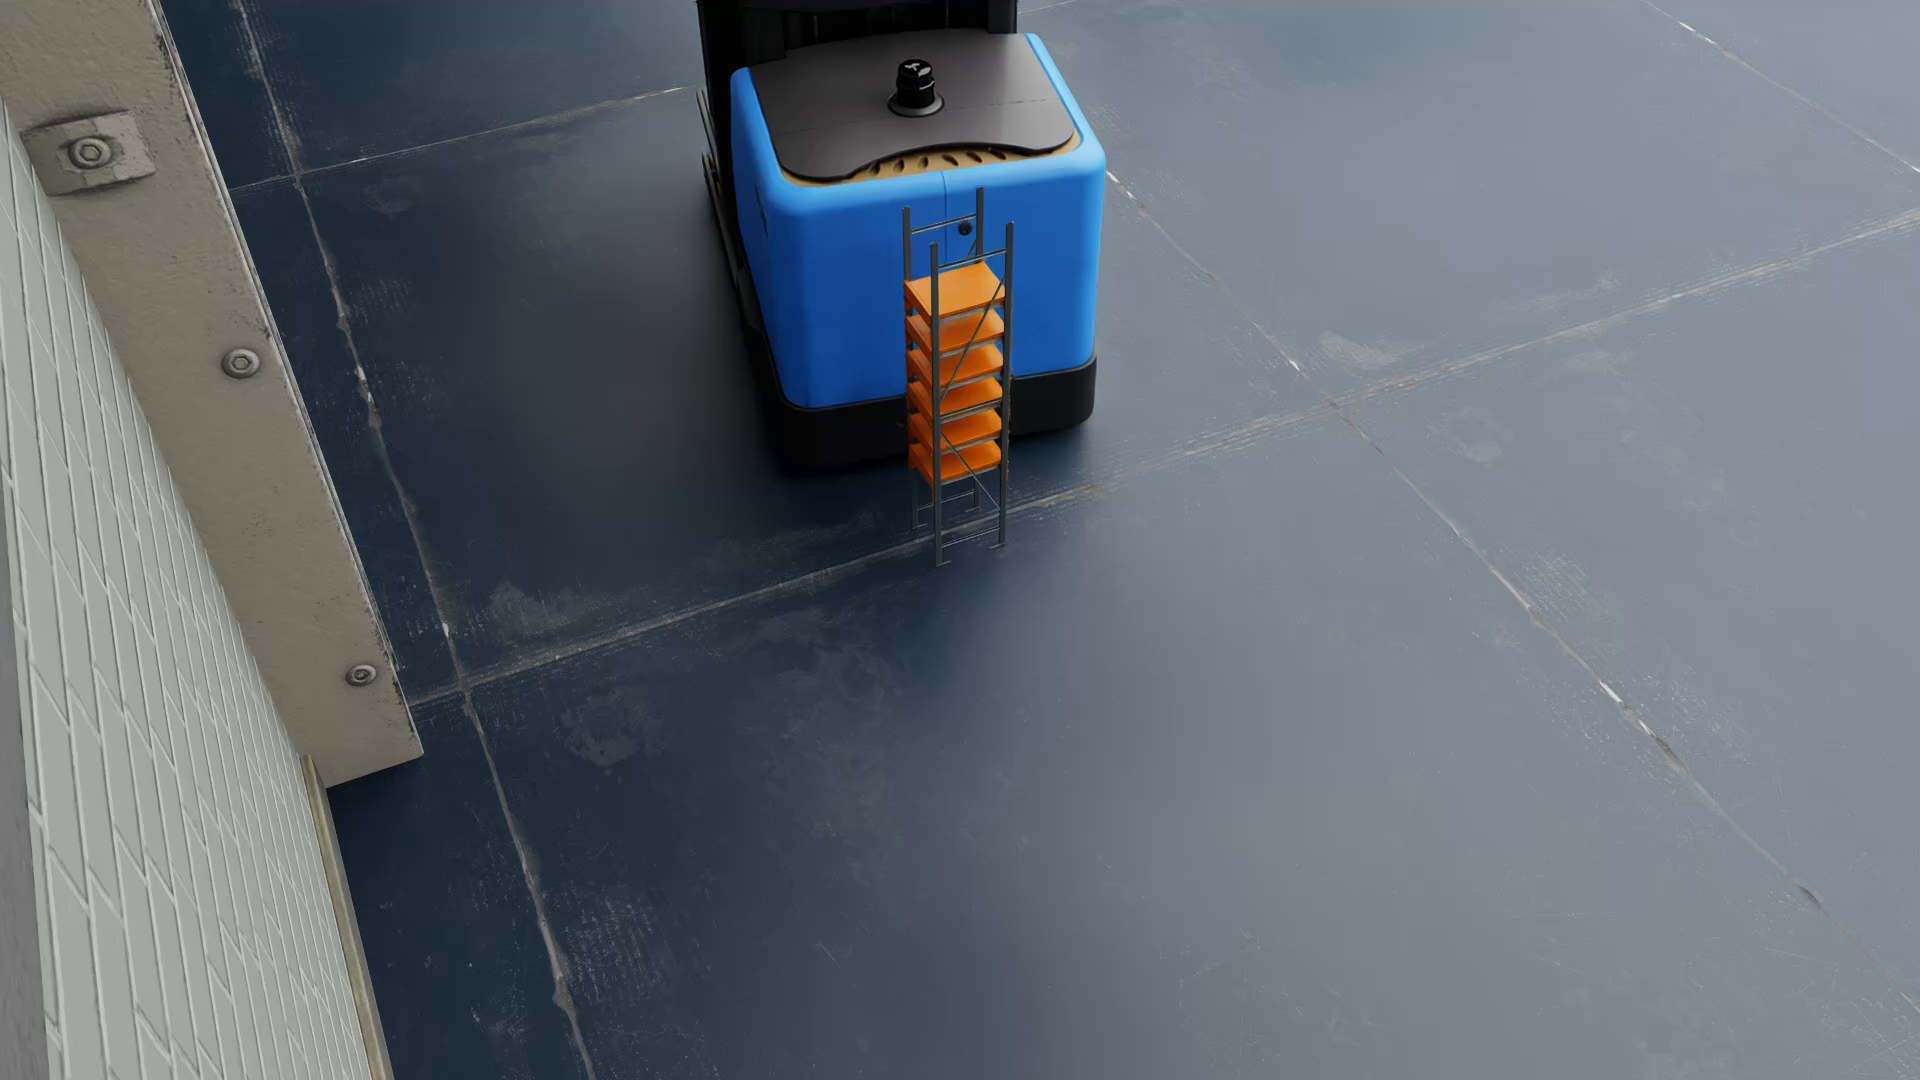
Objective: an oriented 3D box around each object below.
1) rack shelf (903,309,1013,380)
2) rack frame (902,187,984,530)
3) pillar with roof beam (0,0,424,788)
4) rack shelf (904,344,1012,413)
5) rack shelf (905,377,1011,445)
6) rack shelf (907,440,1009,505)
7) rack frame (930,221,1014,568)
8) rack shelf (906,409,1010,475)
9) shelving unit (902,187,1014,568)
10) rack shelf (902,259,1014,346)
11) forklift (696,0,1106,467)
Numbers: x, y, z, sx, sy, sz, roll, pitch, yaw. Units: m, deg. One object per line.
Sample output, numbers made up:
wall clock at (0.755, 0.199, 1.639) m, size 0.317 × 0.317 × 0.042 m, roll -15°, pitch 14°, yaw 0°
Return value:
rack shelf at (-0.006, -0.576, 4.701) m, size 0.258 × 0.103 × 0.180 m, roll -18°, pitch 47°, yaw -17°
rack frame at (-0.045, -0.495, 4.897) m, size 0.240 × 1.200 × 0.006 m, roll -18°, pitch 47°, yaw -17°
pillar with roof beam at (2.187, -3.955, 2.851) m, size 9.100 × 9.000 × 0.400 m, roll -18°, pitch 47°, yaw -17°
rack shelf at (-0.006, -0.490, 4.785) m, size 0.258 × 0.103 × 0.180 m, roll -18°, pitch 47°, yaw -17°
rack shelf at (-0.006, -0.405, 4.869) m, size 0.258 × 0.103 × 0.180 m, roll -18°, pitch 47°, yaw -17°
rack shelf at (-0.006, -0.234, 5.038) m, size 0.258 × 0.103 × 0.180 m, roll -18°, pitch 47°, yaw -17°
rack frame at (0.032, -0.378, 4.779) m, size 0.240 × 1.200 × 0.006 m, roll -18°, pitch 47°, yaw -17°
rack shelf at (-0.006, -0.319, 4.953) m, size 0.258 × 0.103 × 0.180 m, roll -18°, pitch 47°, yaw -17°
shelving unit at (-0.006, -0.436, 4.838) m, size 0.258 × 1.200 × 0.189 m, roll -18°, pitch 47°, yaw -17°
rack shelf at (-0.006, -0.661, 4.616) m, size 0.258 × 0.103 × 0.180 m, roll -18°, pitch 47°, yaw -17°
forklift at (-0.399, -2.332, 5.526) m, size 1.130 × 2.935 × 3.031 m, roll -10°, pitch 45°, yaw -10°
